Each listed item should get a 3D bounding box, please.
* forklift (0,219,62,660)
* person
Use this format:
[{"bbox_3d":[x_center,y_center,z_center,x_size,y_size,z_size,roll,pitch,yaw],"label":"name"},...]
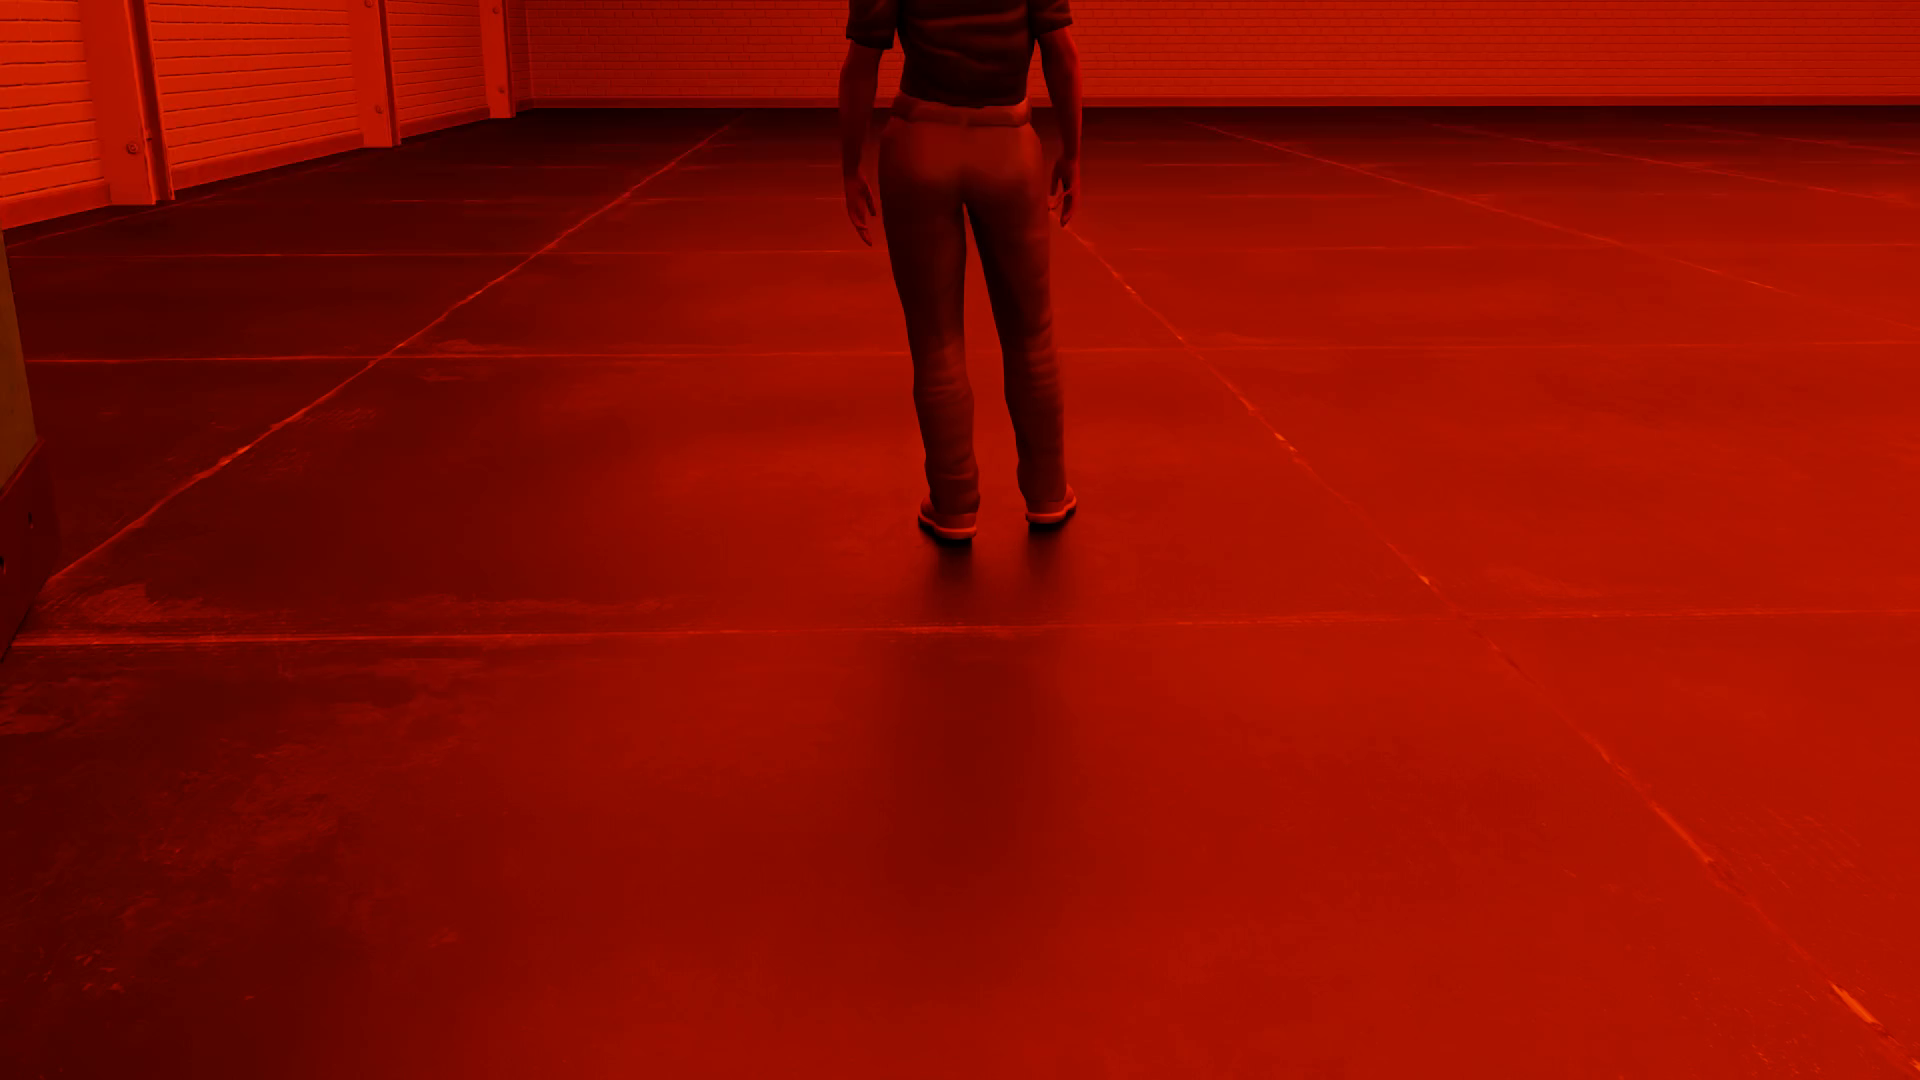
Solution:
[{"bbox_3d":[-3.238,-1.050,2.340,3.031,2.935,1.130,-6,18,-19],"label":"forklift"},{"bbox_3d":[0.015,-0.823,3.759,0.570,1.654,0.504,-1,17,-3],"label":"person"}]
